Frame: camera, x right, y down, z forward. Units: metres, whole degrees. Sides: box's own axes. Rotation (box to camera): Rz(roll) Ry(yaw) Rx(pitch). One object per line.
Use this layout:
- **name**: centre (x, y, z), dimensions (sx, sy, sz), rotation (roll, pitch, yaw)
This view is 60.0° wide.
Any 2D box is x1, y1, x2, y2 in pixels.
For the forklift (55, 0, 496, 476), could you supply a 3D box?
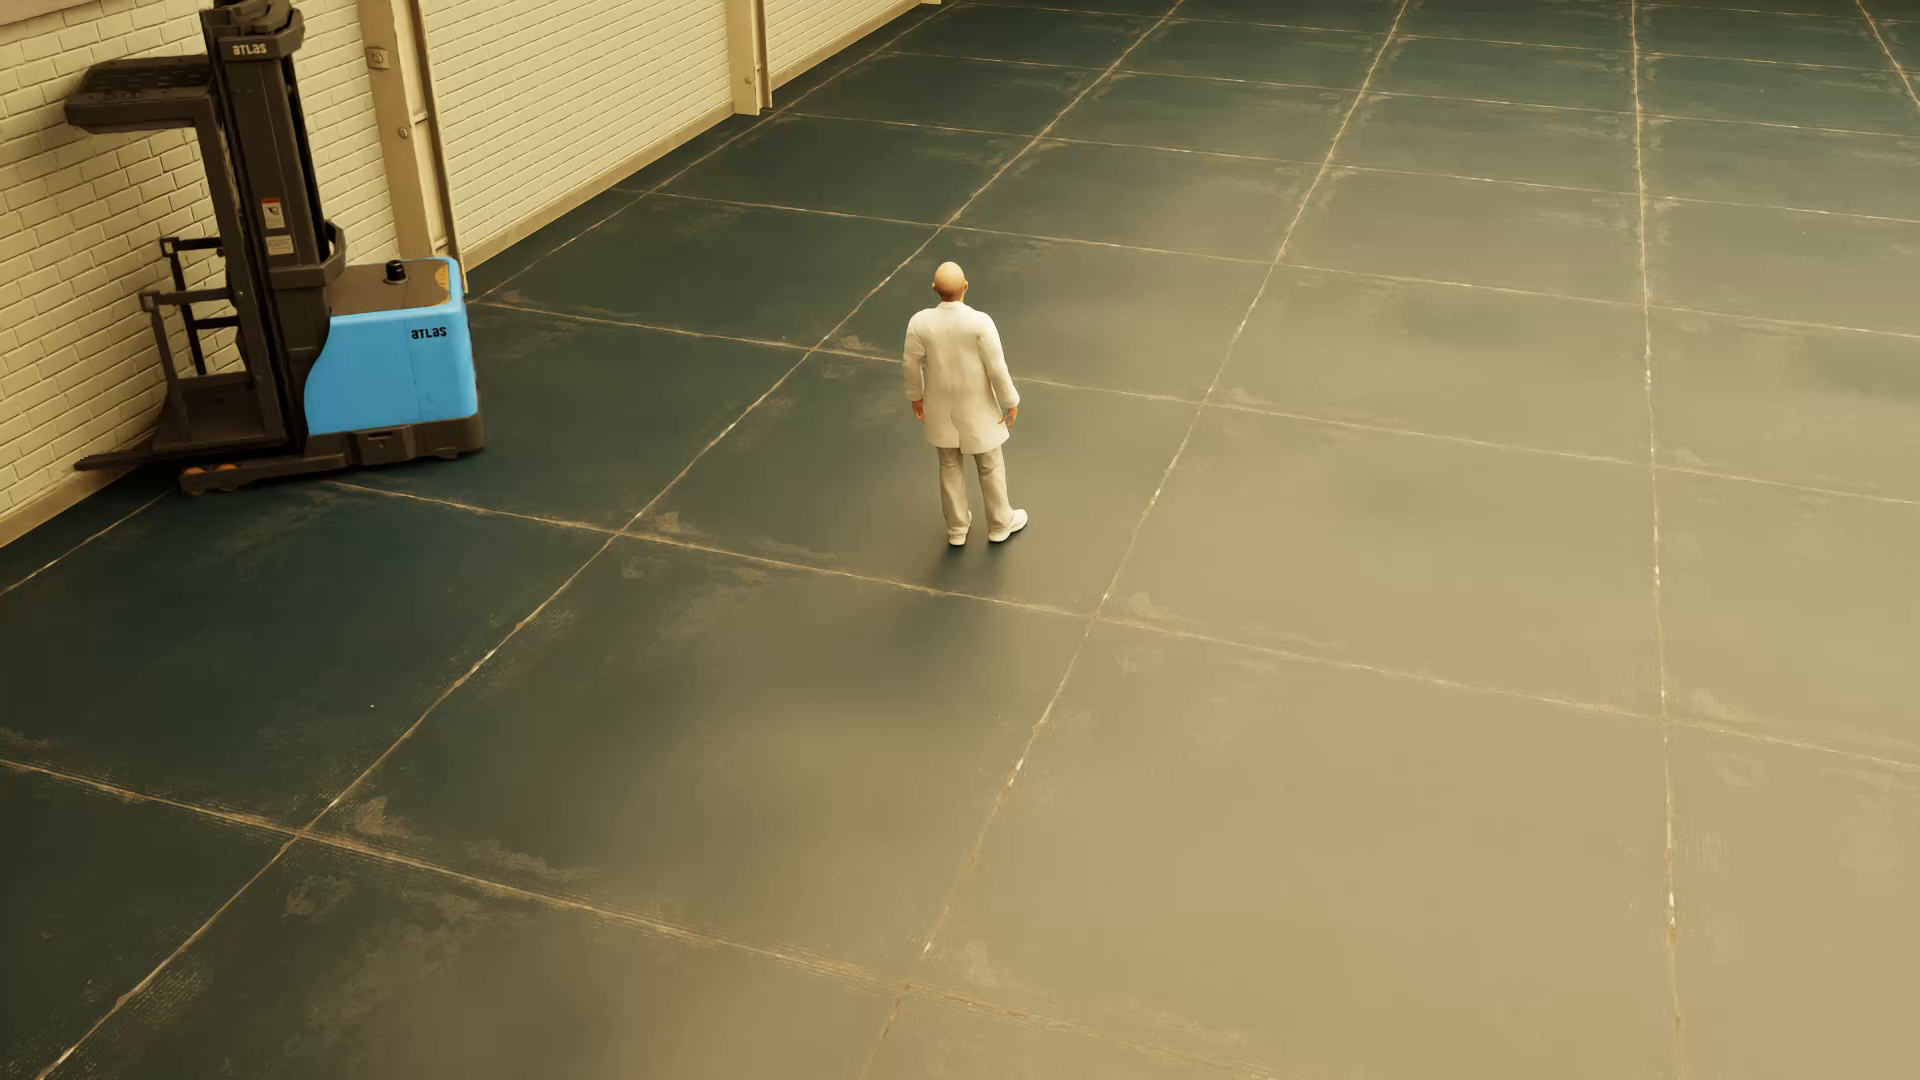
- **forklift**: centre (-4.763, -1.961, 10.577), dimensions (3.031, 2.935, 1.130), rotation (2, 30, 3)

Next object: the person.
- **person**: centre (0.034, -0.820, 9.725), dimensions (0.697, 1.775, 0.581), rotation (10, 31, 16)
